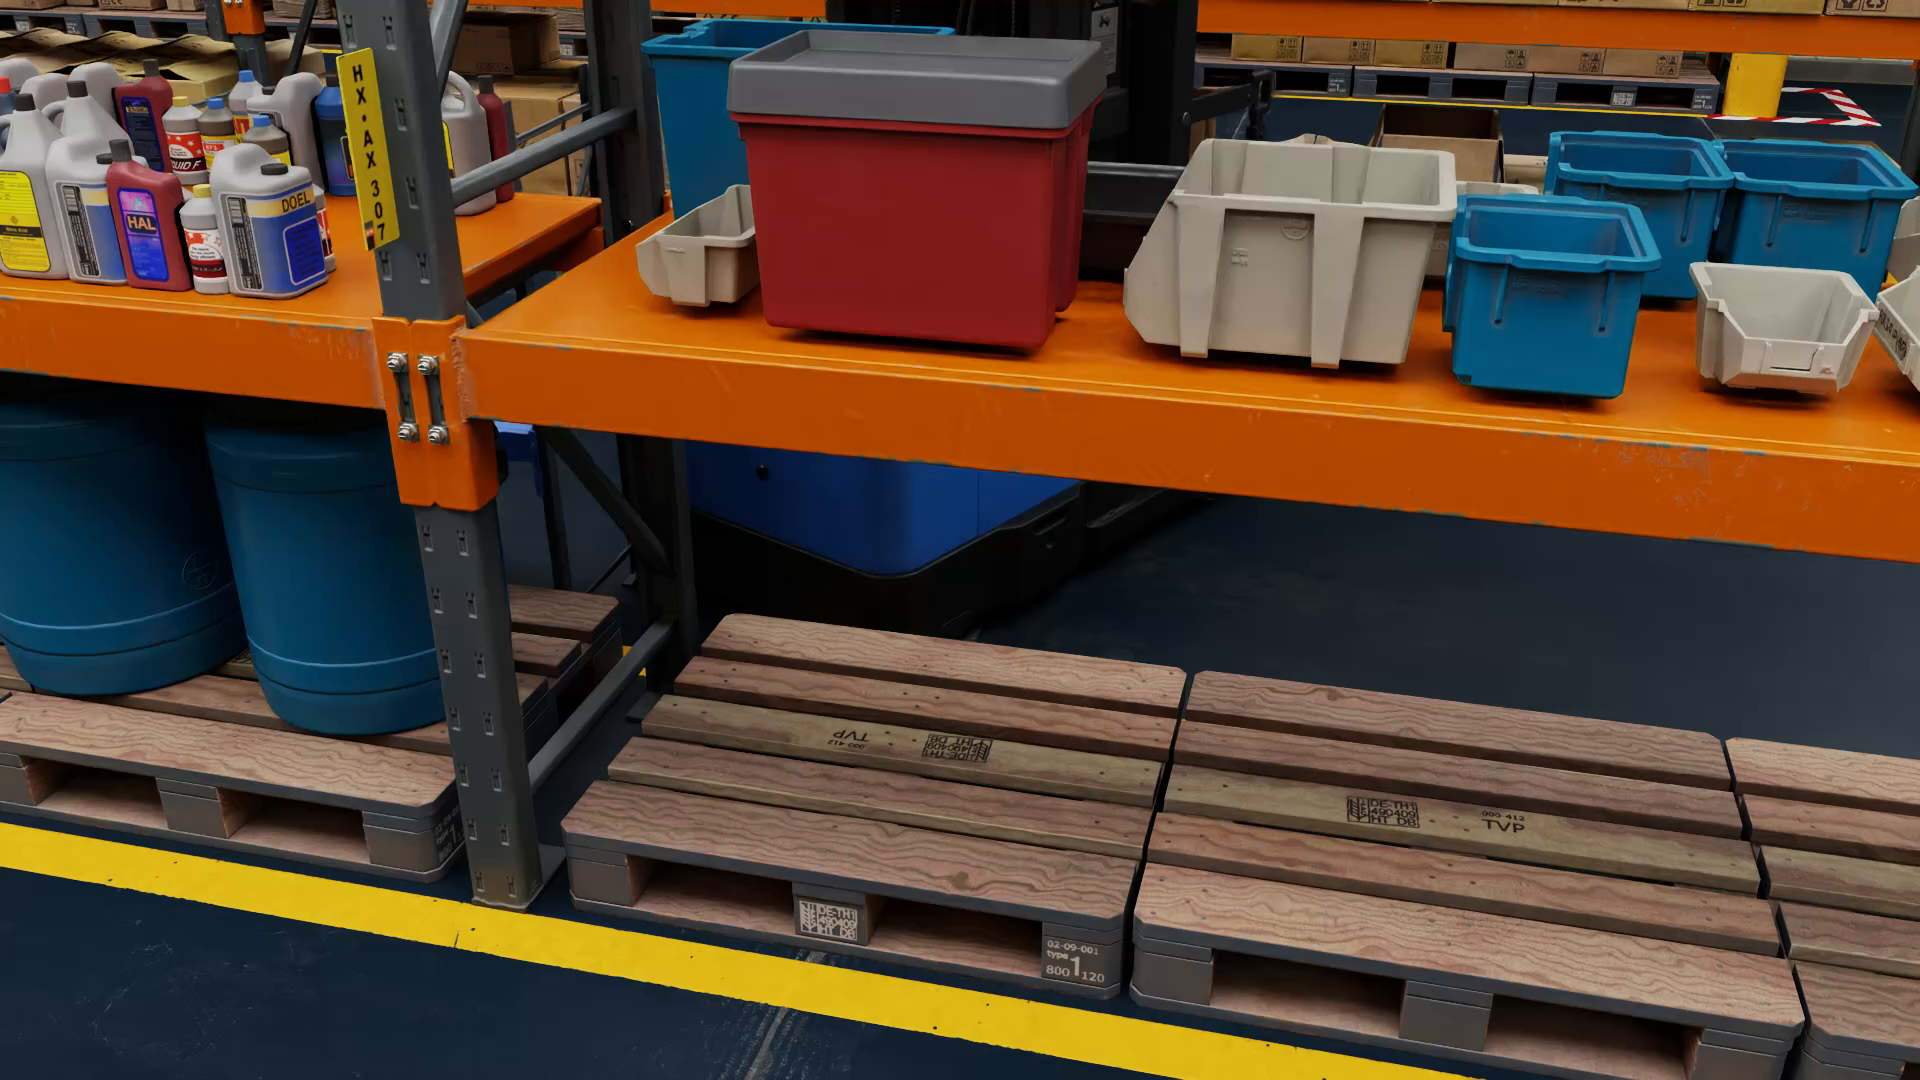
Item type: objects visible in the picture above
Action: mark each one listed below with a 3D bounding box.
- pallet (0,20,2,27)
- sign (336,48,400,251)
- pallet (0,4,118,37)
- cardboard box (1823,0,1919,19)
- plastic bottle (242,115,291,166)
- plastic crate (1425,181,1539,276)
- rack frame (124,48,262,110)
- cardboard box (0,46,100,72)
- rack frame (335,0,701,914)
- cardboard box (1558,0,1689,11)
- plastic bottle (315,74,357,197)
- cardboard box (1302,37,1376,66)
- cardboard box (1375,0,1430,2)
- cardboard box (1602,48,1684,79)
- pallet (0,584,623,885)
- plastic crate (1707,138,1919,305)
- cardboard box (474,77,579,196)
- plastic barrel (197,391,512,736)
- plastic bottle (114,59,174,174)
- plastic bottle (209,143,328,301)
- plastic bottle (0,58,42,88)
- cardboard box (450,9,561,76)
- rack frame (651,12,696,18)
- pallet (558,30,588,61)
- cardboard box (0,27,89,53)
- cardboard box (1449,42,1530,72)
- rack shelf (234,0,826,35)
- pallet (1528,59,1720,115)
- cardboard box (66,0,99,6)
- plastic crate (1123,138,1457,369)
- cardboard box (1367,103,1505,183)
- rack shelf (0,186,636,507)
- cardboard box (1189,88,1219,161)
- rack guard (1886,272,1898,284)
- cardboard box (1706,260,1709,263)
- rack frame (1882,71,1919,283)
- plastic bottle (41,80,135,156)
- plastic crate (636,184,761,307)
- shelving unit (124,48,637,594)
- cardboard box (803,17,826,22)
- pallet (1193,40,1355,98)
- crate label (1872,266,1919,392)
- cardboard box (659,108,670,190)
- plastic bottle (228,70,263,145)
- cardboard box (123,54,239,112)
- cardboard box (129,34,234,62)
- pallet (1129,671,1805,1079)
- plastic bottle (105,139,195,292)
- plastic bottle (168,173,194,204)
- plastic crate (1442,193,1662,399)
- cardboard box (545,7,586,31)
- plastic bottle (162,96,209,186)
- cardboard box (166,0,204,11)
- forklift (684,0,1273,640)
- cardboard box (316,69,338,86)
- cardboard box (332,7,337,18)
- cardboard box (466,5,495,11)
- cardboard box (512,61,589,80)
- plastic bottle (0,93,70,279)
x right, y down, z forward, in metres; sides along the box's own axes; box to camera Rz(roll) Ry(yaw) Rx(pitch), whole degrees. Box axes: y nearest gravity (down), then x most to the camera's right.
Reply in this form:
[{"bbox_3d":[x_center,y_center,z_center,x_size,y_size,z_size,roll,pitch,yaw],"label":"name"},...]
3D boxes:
[{"bbox_3d":[-9.170,-4.807,15.101,1.213,0.211,1.003,6,26,13],"label":"pallet"},{"bbox_3d":[-1.006,-0.663,2.831,0.005,0.325,0.100,6,26,13],"label":"sign"},{"bbox_3d":[-7.992,-4.675,14.825,1.213,0.211,1.003,6,26,13],"label":"pallet"},{"bbox_3d":[3.743,-2.380,6.643,0.500,0.500,0.500,7,26,15],"label":"cardboard box"},{"bbox_3d":[-1.588,-0.870,3.820,0.097,0.201,0.097,0,25,0],"label":"plastic bottle"},{"bbox_3d":[0.894,-0.613,3.286,0.466,0.136,0.293,6,26,13],"label":"plastic crate"},{"bbox_3d":[-2.013,-0.577,4.702,0.032,1.500,0.500,6,28,13],"label":"rack frame"},{"bbox_3d":[-5.066,-2.520,9.111,0.500,0.311,0.500,6,26,13],"label":"cardboard box"},{"bbox_3d":[-0.867,-0.767,3.371,0.127,3.000,1.000,6,26,13],"label":"rack frame"},{"bbox_3d":[2.757,-2.490,6.874,0.500,0.500,0.500,7,26,13],"label":"cardboard box"},{"bbox_3d":[-1.456,-0.955,3.916,0.097,0.271,0.097,0,25,0],"label":"plastic bottle"},{"bbox_3d":[2.785,-3.774,12.107,0.500,0.500,0.700,6,26,12],"label":"cardboard box"},{"bbox_3d":[1.777,-2.597,7.100,0.500,0.500,0.500,6,26,13],"label":"cardboard box"},{"bbox_3d":[4.771,-3.557,11.651,0.500,0.500,0.700,6,26,13],"label":"cardboard box"},{"bbox_3d":[-1.604,0.393,4.180,1.213,0.211,1.003,6,26,13],"label":"pallet"},{"bbox_3d":[1.575,-0.594,3.134,0.300,0.233,0.416,6,26,13],"label":"plastic crate"},{"bbox_3d":[-2.141,-2.049,8.461,0.500,0.500,0.500,6,26,12],"label":"cardboard box"},{"bbox_3d":[-1.390,-0.074,3.869,0.708,0.901,0.600,6,26,13],"label":"plastic barrel"},{"bbox_3d":[-1.976,-1.026,4.051,0.133,0.283,0.061,6,26,13],"label":"plastic bottle"},{"bbox_3d":[-1.329,-0.618,3.203,0.135,0.276,0.152,6,26,13],"label":"plastic bottle"},{"bbox_3d":[-2.342,-1.043,4.095,0.135,0.276,0.152,6,26,13],"label":"plastic bottle"},{"bbox_3d":[-2.484,-2.658,8.868,0.500,0.250,0.500,7,26,15],"label":"cardboard box"},{"bbox_3d":[-2.274,-5.319,12.933,0.127,3.000,1.000,6,26,13],"label":"rack frame"},{"bbox_3d":[-3.030,-4.144,13.710,1.213,0.211,1.003,6,26,13],"label":"pallet"},{"bbox_3d":[-5.440,-2.799,9.698,0.500,0.311,0.500,6,26,12],"label":"cardboard box"},{"bbox_3d":[3.799,-3.664,11.876,0.500,0.500,0.700,5,26,11],"label":"cardboard box"},{"bbox_3d":[-1.567,-2.718,8.306,4.000,0.370,1.077,6,26,13],"label":"rack shelf"},{"bbox_3d":[4.680,-3.257,11.845,1.213,0.211,1.003,6,26,13],"label":"pallet"},{"bbox_3d":[-7.692,-4.838,14.728,0.250,0.149,0.380,4,26,9],"label":"cardboard box"},{"bbox_3d":[0.566,-0.500,2.879,0.530,0.282,0.437,6,26,13],"label":"plastic crate"},{"bbox_3d":[2.191,-1.701,7.725,0.637,0.503,0.797,6,26,13],"label":"cardboard box"},{"bbox_3d":[-2.804,-0.656,3.975,4.000,0.370,1.077,6,26,13],"label":"rack shelf"},{"bbox_3d":[0.993,-1.955,8.264,0.500,0.500,0.500,6,26,13],"label":"cardboard box"},{"bbox_3d":[4.171,-1.280,7.356,0.348,0.500,1.175,6,26,13],"label":"rack guard"},{"bbox_3d":[3.286,-1.356,7.393,0.250,0.166,0.380,6,26,13],"label":"cardboard box"},{"bbox_3d":[4.244,-2.400,6.802,0.127,3.000,1.000,6,26,13],"label":"rack frame"},{"bbox_3d":[-1.803,-0.767,3.428,0.185,0.351,0.144,6,26,13],"label":"plastic bottle"},{"bbox_3d":[-0.452,-0.565,3.185,0.243,0.136,0.396,6,26,13],"label":"plastic crate"},{"bbox_3d":[-1.520,-0.523,4.589,1.048,1.500,0.538,6,28,13],"label":"shelving unit"},{"bbox_3d":[-0.747,-4.308,12.822,0.750,0.750,0.750,6,26,13],"label":"cardboard box"},{"bbox_3d":[2.317,-3.518,12.394,1.213,0.211,1.003,6,26,13],"label":"pallet"},{"bbox_3d":[1.619,-0.315,2.659,0.243,0.136,0.396,6,26,13],"label":"crate label"},{"bbox_3d":[-1.141,-1.942,8.236,0.500,0.500,0.500,7,26,14],"label":"cardboard box"},{"bbox_3d":[-1.680,-0.980,3.968,0.097,0.271,0.097,0,25,0],"label":"plastic bottle"},{"bbox_3d":[-4.072,-2.411,8.883,0.500,0.311,0.500,7,26,14],"label":"cardboard box"},{"bbox_3d":[-4.449,-2.689,9.466,0.500,0.311,0.500,6,26,12],"label":"cardboard box"},{"bbox_3d":[1.040,0.685,3.566,1.213,0.211,1.003,6,26,13],"label":"pallet"},{"bbox_3d":[-1.565,-0.627,3.214,0.133,0.283,0.061,6,26,13],"label":"plastic bottle"},{"bbox_3d":[-1.563,-0.625,3.305,0.097,0.201,0.097,0,25,0],"label":"plastic bottle"},{"bbox_3d":[0.954,-0.403,2.732,0.300,0.233,0.416,6,26,13],"label":"plastic crate"},{"bbox_3d":[-2.984,-4.445,13.492,0.500,0.500,0.700,7,26,14],"label":"cardboard box"},{"bbox_3d":[-1.869,-0.969,4.027,0.097,0.201,0.097,0,25,0],"label":"plastic bottle"},{"bbox_3d":[-6.673,-4.712,14.441,0.250,0.166,0.380,3,26,6],"label":"cardboard box"},{"bbox_3d":[0.369,-1.573,5.144,1.130,2.935,3.031,19,31,34],"label":"forklift"},{"bbox_3d":[-3.134,-2.159,8.691,0.500,0.500,0.500,7,26,15],"label":"cardboard box"},{"bbox_3d":[-4.918,-4.711,14.052,0.500,0.500,0.700,6,26,12],"label":"cardboard box"},{"bbox_3d":[-3.942,-4.590,13.797,0.500,0.500,0.700,6,26,13],"label":"cardboard box"},{"bbox_3d":[-2.038,-2.269,8.922,0.500,0.500,0.500,5,26,11],"label":"cardboard box"},{"bbox_3d":[-1.839,-0.706,3.302,0.185,0.351,0.144,6,26,13],"label":"plastic bottle"}]
